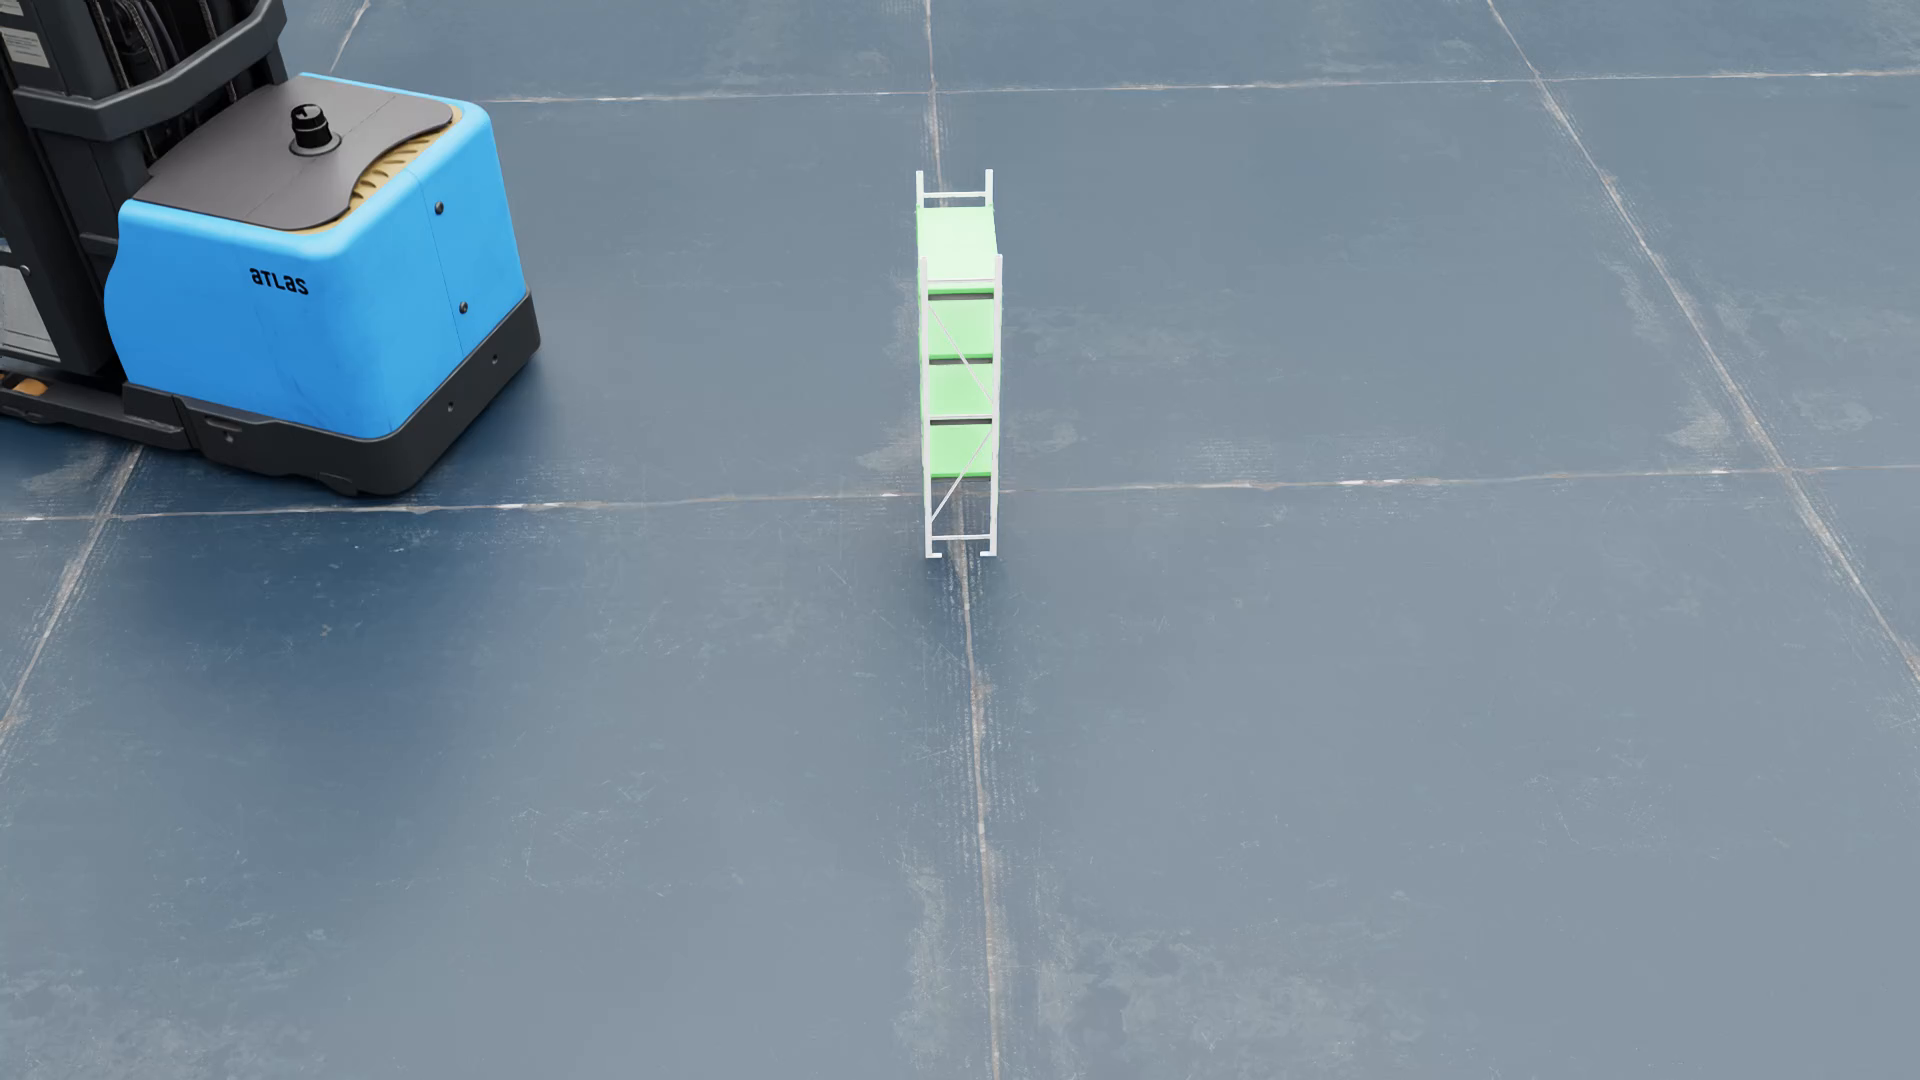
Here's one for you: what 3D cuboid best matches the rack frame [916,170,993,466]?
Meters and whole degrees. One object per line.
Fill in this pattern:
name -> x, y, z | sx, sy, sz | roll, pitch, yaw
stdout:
rack frame -> -0.017, -0.719, 5.646 | 0.240, 1.200, 0.015 | -2, 43, -2

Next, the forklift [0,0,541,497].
forklift -> -3.207, -1.837, 5.585 | 3.031, 2.935, 1.130 | 13, 44, 14

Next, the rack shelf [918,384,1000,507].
rack shelf -> -0.007, -0.330, 5.672 | 0.258, 0.148, 0.480 | -2, 43, -2

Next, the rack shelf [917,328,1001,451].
rack shelf -> -0.007, -0.507, 5.510 | 0.258, 0.148, 0.480 | -2, 43, -2

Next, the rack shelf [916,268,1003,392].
rack shelf -> -0.007, -0.684, 5.347 | 0.258, 0.148, 0.480 | -2, 43, -2

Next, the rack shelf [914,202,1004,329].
rack shelf -> -0.007, -0.861, 5.185 | 0.258, 0.148, 0.480 | -2, 43, -2

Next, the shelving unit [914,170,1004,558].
shelving unit -> -0.007, -0.554, 5.466 | 0.258, 1.200, 0.503 | -2, 43, -2

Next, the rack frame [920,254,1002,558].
rack frame -> 0.003, -0.389, 5.287 | 0.240, 1.200, 0.015 | -2, 43, -2
